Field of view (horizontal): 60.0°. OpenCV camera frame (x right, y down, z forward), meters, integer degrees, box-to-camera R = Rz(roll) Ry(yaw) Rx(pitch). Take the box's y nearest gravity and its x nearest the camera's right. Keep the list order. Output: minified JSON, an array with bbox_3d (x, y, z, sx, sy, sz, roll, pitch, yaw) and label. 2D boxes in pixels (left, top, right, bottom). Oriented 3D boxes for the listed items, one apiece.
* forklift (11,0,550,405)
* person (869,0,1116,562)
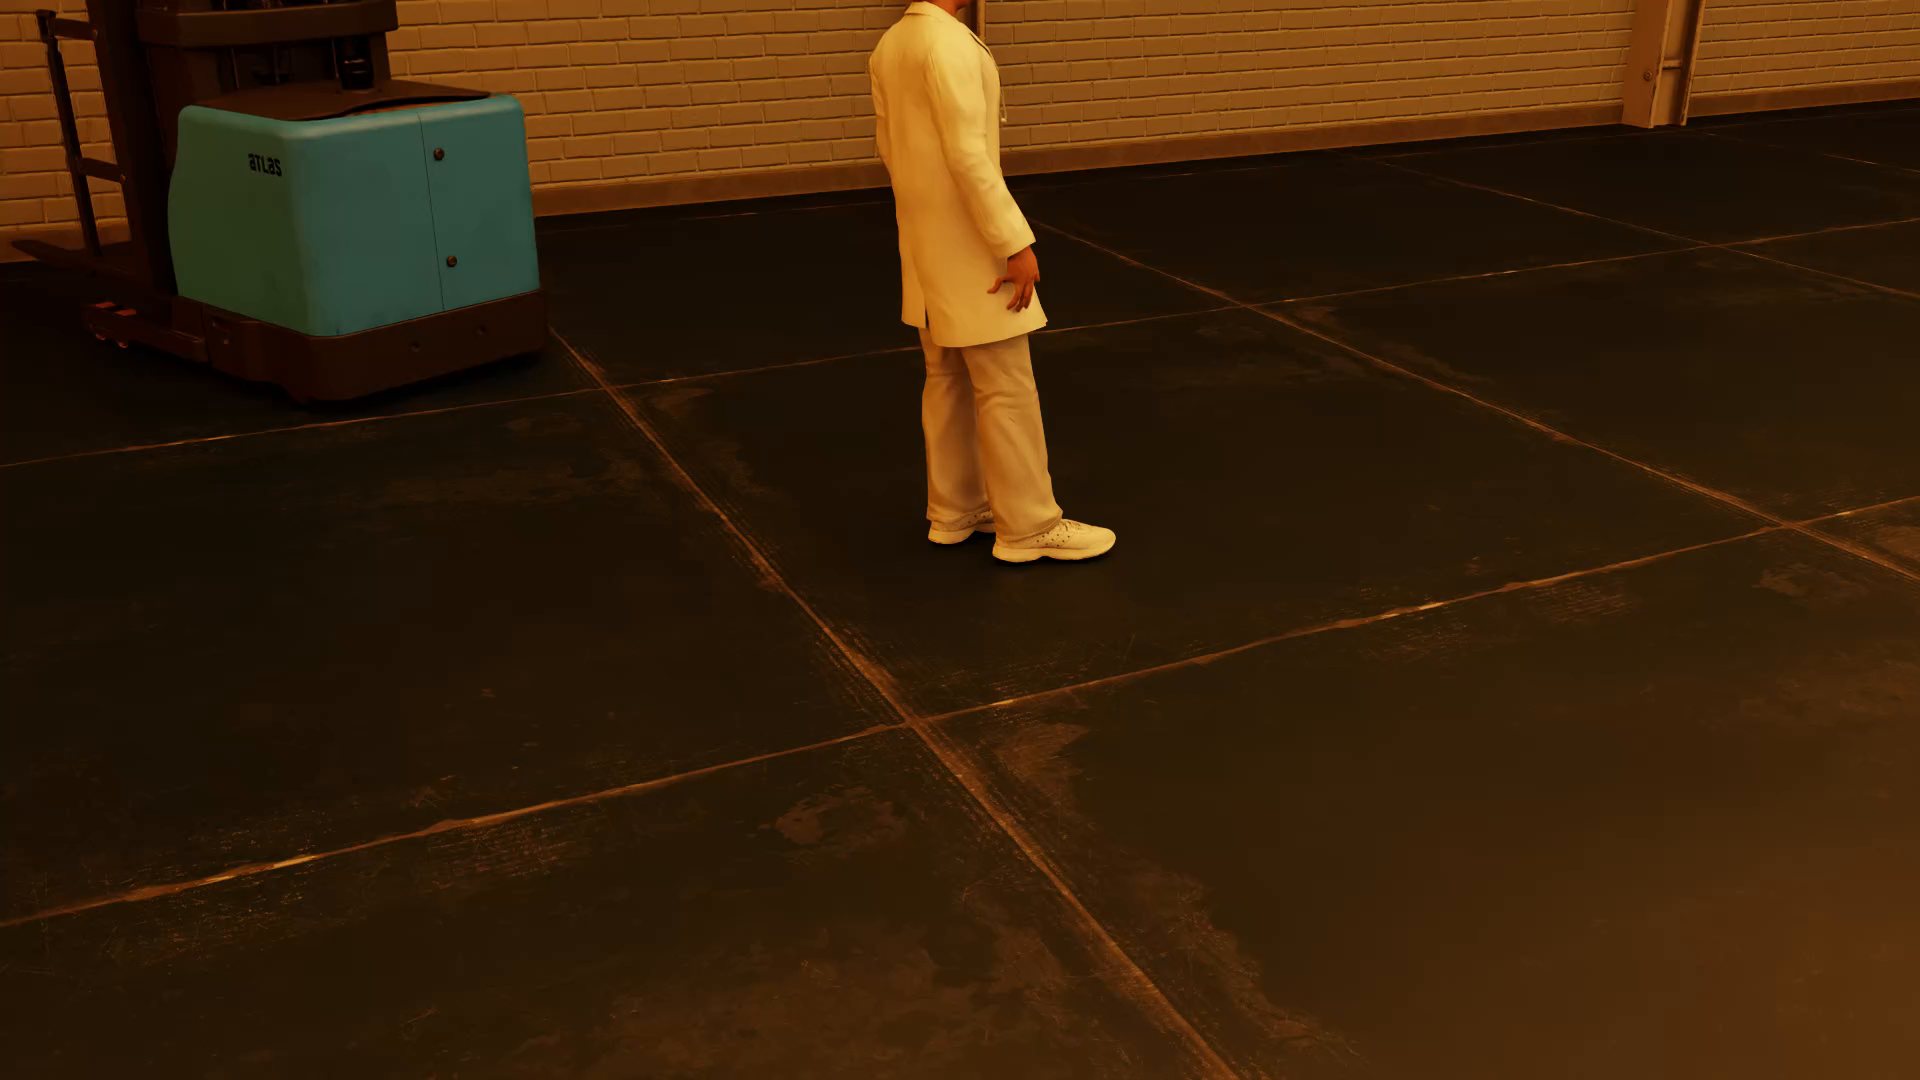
[{"bbox_3d":[-3.157,-2.307,6.840,3.031,2.935,1.130,17,28,36],"label":"forklift"},{"bbox_3d":[0.085,-0.841,4.796,0.578,1.778,0.696,-10,25,-23],"label":"person"}]
